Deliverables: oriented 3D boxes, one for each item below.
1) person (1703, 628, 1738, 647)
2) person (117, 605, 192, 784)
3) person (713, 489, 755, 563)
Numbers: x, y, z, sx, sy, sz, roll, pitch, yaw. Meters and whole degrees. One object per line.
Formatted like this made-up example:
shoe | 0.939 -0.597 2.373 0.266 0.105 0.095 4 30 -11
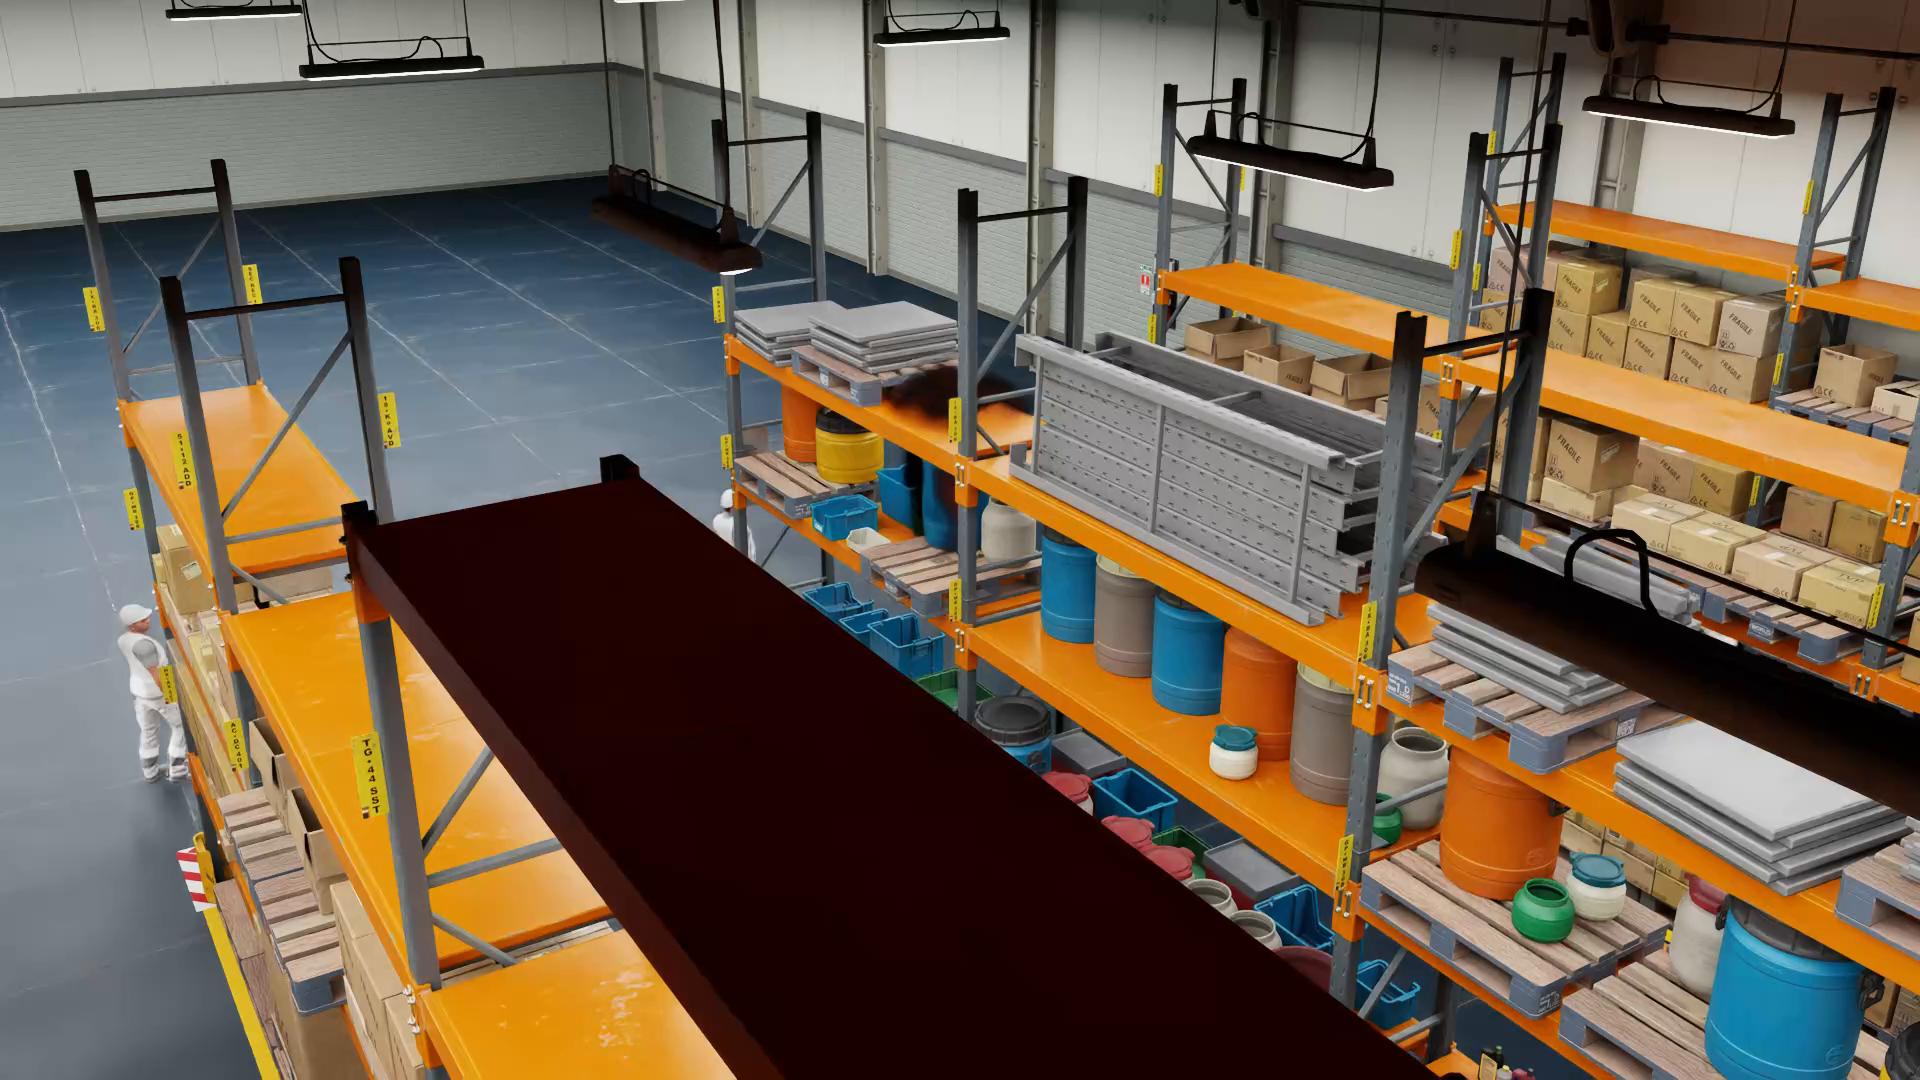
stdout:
person | 7.182 1.314 15.780 0.510 1.722 0.856 -15 26 -32
person | -7.428 1.440 15.373 0.698 1.805 0.367 12 25 28
person | -2.486 0.297 18.306 0.649 1.812 0.404 18 28 37
